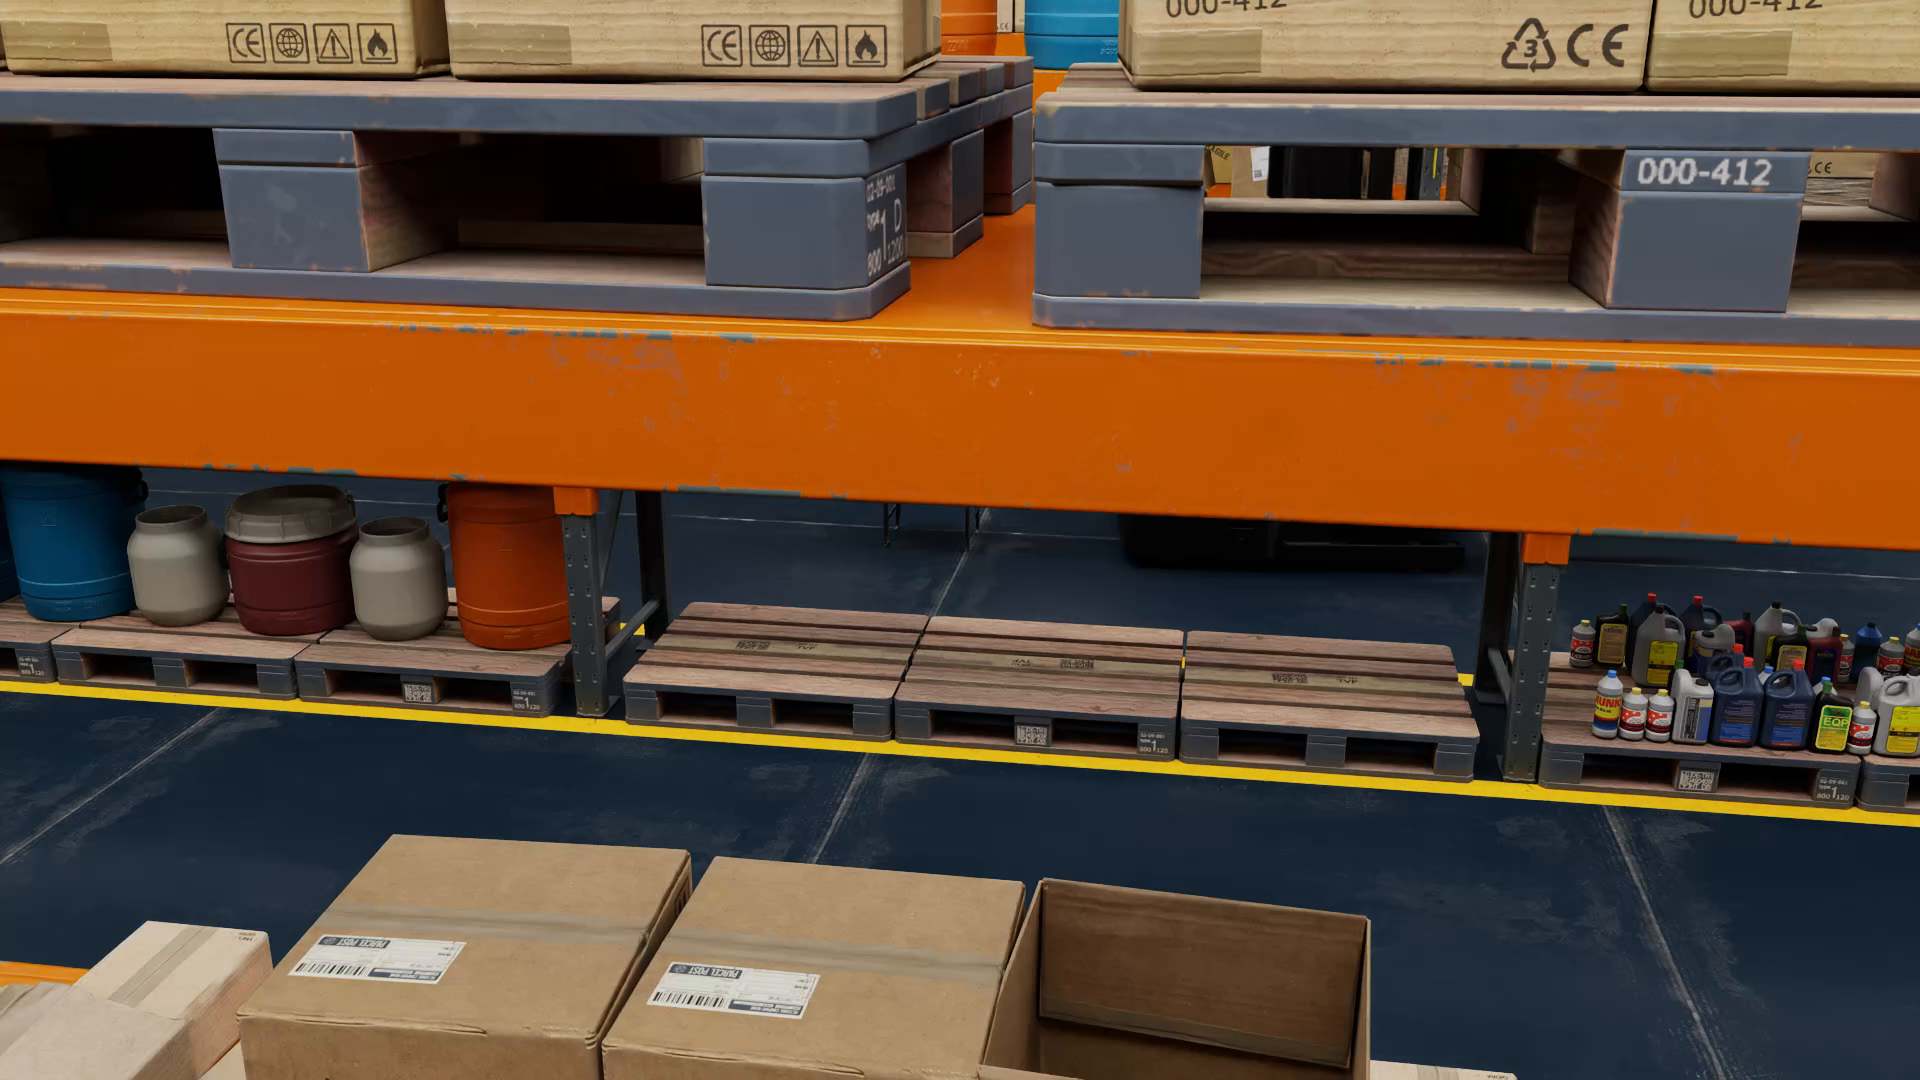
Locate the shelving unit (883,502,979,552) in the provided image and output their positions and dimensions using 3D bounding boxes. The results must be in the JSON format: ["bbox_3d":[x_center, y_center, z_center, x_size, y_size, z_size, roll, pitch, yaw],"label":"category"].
[{"bbox_3d":[-0.163,-1.004,9.495,0.503,2.100,0.431,3,19,9],"label":"shelving unit"}]

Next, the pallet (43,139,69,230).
[{"bbox_3d":[-1.680,-0.559,2.316,1.003,0.211,1.213,4,19,11],"label":"pallet"}]

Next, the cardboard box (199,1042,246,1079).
[{"bbox_3d":[-1.096,0.934,2.681,0.250,0.149,0.380,4,19,13],"label":"cardboard box"}]

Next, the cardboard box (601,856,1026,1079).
[{"bbox_3d":[-0.185,0.826,2.448,0.500,0.500,0.500,3,19,9],"label":"cardboard box"}]

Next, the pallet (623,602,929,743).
[{"bbox_3d":[-0.816,0.590,7.707,1.213,0.211,1.003,3,19,9],"label":"pallet"}]

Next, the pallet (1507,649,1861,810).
[{"bbox_3d":[3.031,0.787,7.118,1.213,0.211,1.003,3,19,9],"label":"pallet"}]

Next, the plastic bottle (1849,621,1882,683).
[{"bbox_3d":[3.946,0.483,7.239,0.097,0.271,0.097,0,18,0],"label":"plastic bottle"}]

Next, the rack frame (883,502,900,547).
[{"bbox_3d":[-0.404,-1.016,9.532,0.015,2.100,0.400,3,19,9],"label":"rack frame"}]

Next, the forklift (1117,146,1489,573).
[{"bbox_3d":[2.456,-1.381,9.311,3.031,2.935,1.130,1,19,2],"label":"forklift"}]

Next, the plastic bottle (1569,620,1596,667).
[{"bbox_3d":[2.783,0.457,7.427,0.097,0.201,0.097,0,18,0],"label":"plastic bottle"}]

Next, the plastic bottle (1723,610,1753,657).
[{"bbox_3d":[3.413,0.444,7.336,0.133,0.283,0.061,4,19,12],"label":"plastic bottle"}]

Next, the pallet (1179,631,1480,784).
[{"bbox_3d":[1.593,0.713,7.340,1.213,0.211,1.003,3,19,9],"label":"pallet"}]

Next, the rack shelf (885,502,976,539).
[{"bbox_3d":[-0.163,-0.327,9.721,0.480,0.518,0.431,3,19,9],"label":"rack shelf"}]

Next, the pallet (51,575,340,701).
[{"bbox_3d":[-3.561,0.450,8.125,1.213,0.211,1.003,3,19,9],"label":"pallet"}]

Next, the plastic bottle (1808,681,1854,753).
[{"bbox_3d":[3.449,0.699,6.575,0.133,0.283,0.061,4,19,11],"label":"plastic bottle"}]

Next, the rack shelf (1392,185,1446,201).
[{"bbox_3d":[6.022,-3.241,15.896,4.000,0.370,1.077,3,19,9],"label":"rack shelf"}]

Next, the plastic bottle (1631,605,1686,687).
[{"bbox_3d":[3.034,0.453,7.204,0.185,0.351,0.144,3,19,9],"label":"plastic bottle"}]

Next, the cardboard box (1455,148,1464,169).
[{"bbox_3d":[3.564,-2.694,10.926,0.500,0.500,0.500,3,19,9],"label":"cardboard box"}]

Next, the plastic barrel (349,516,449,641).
[{"bbox_3d":[-2.632,0.177,7.805,0.421,0.512,0.421,0,18,0],"label":"plastic barrel"}]

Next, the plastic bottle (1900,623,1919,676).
[{"bbox_3d":[4.146,0.493,7.208,0.097,0.271,0.097,0,18,0],"label":"plastic bottle"}]

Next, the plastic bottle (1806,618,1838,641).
[{"bbox_3d":[3.725,0.478,7.246,0.135,0.276,0.152,3,19,10],"label":"plastic bottle"}]

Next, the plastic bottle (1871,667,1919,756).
[{"bbox_3d":[3.712,0.667,6.564,0.185,0.351,0.144,3,19,8],"label":"plastic bottle"}]

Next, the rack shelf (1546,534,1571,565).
[{"bbox_3d":[4.350,-0.140,6.629,4.000,0.370,1.077,3,19,9],"label":"rack shelf"}]

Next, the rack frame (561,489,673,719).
[{"bbox_3d":[-1.574,-0.784,7.418,0.127,3.000,1.000,3,19,9],"label":"rack frame"}]

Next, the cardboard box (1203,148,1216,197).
[{"bbox_3d":[1.434,-2.440,11.545,0.637,0.503,0.797,5,19,14],"label":"cardboard box"}]

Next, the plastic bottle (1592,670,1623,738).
[{"bbox_3d":[2.620,0.656,6.721,0.097,0.271,0.097,0,18,0],"label":"plastic bottle"}]

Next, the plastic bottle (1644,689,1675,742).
[{"bbox_3d":[2.821,0.700,6.701,0.097,0.201,0.097,0,18,0],"label":"plastic bottle"}]

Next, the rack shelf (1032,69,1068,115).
[{"bbox_3d":[0.400,-1.764,6.755,4.000,0.370,1.077,3,19,9],"label":"rack shelf"}]

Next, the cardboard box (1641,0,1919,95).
[{"bbox_3d":[0.979,-0.615,1.761,0.500,0.250,0.500,5,19,14],"label":"cardboard box"}]

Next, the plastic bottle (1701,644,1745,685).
[{"bbox_3d":[3.129,0.591,6.791,0.185,0.351,0.144,3,19,9],"label":"plastic bottle"}]

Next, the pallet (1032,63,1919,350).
[{"bbox_3d":[0.713,-0.403,1.853,1.217,0.209,0.805,2,19,6],"label":"pallet"}]

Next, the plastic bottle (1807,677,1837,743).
[{"bbox_3d":[3.444,0.679,6.654,0.097,0.271,0.097,0,18,0],"label":"plastic bottle"}]

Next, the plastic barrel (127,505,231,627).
[{"bbox_3d":[-3.747,0.121,7.974,0.421,0.512,0.421,0,18,0],"label":"plastic barrel"}]

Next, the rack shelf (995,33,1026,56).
[{"bbox_3d":[1.186,-3.316,11.393,4.000,0.370,1.077,3,19,9],"label":"rack shelf"}]

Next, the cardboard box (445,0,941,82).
[{"bbox_3d":[-0.293,-0.697,2.005,0.500,0.250,0.500,1,19,4],"label":"cardboard box"}]

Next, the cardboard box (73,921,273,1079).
[{"bbox_3d":[-1.432,0.846,2.944,0.250,0.149,0.380,3,19,9],"label":"cardboard box"}]

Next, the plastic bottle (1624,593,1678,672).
[{"bbox_3d":[3.056,0.407,7.339,0.185,0.351,0.144,2,19,7],"label":"plastic bottle"}]

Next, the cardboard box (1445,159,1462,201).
[{"bbox_3d":[3.595,-2.280,11.265,0.500,0.500,0.875,3,19,9],"label":"cardboard box"}]

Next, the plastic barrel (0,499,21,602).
[{"bbox_3d":[-4.989,-0.156,8.188,0.708,0.901,0.600,3,19,9],"label":"plastic barrel"}]

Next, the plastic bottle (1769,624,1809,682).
[{"bbox_3d":[3.574,0.499,7.173,0.133,0.283,0.061,3,19,9],"label":"plastic bottle"}]

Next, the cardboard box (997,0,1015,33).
[{"bbox_3d":[0.142,-3.557,11.216,0.500,0.250,0.500,3,19,10],"label":"cardboard box"}]

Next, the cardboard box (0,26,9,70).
[{"bbox_3d":[-1.387,-0.757,2.184,0.500,0.250,0.500,3,19,10],"label":"cardboard box"}]

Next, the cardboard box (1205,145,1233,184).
[{"bbox_3d":[2.492,-3.724,16.047,0.500,0.500,0.500,3,19,9],"label":"cardboard box"}]

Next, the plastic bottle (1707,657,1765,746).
[{"bbox_3d":[3.106,0.636,6.656,0.185,0.351,0.144,3,19,10],"label":"plastic bottle"}]

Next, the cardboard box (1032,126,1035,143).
[{"bbox_3d":[0.498,-3.824,16.348,0.500,0.500,0.500,3,19,9],"label":"cardboard box"}]

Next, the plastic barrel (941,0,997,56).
[{"bbox_3d":[-0.152,-2.267,6.448,0.708,0.830,0.600,3,19,9],"label":"plastic barrel"}]

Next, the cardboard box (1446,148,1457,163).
[{"bbox_3d":[3.648,-2.860,11.422,0.500,0.500,0.500,3,19,9],"label":"cardboard box"}]
